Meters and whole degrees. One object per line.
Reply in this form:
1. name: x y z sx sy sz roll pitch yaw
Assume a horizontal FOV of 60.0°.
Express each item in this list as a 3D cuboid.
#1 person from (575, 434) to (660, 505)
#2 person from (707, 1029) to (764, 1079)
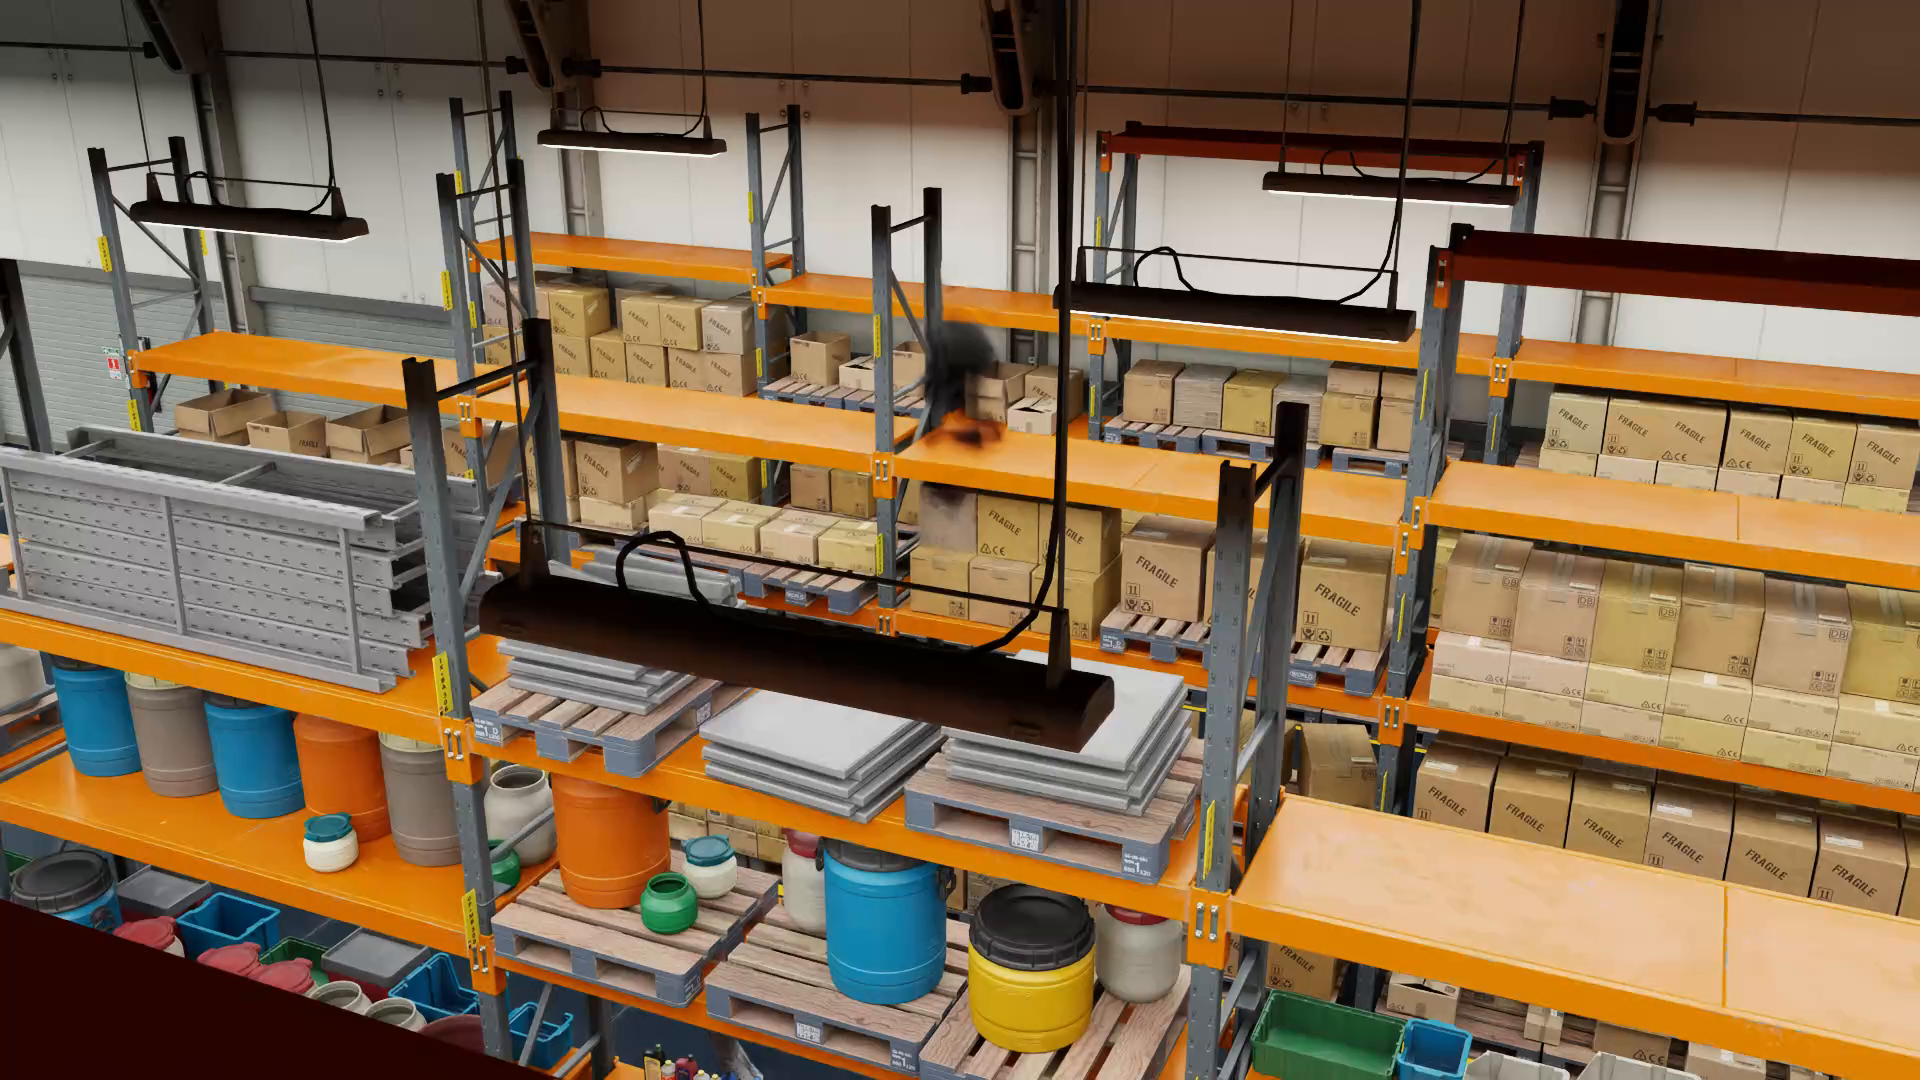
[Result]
1. person: -8.917 2.641 10.191 16.351 3.665 2.059 -14 25 -33
2. person: -1.600 3.304 11.592 0.549 1.588 0.583 10 23 26
